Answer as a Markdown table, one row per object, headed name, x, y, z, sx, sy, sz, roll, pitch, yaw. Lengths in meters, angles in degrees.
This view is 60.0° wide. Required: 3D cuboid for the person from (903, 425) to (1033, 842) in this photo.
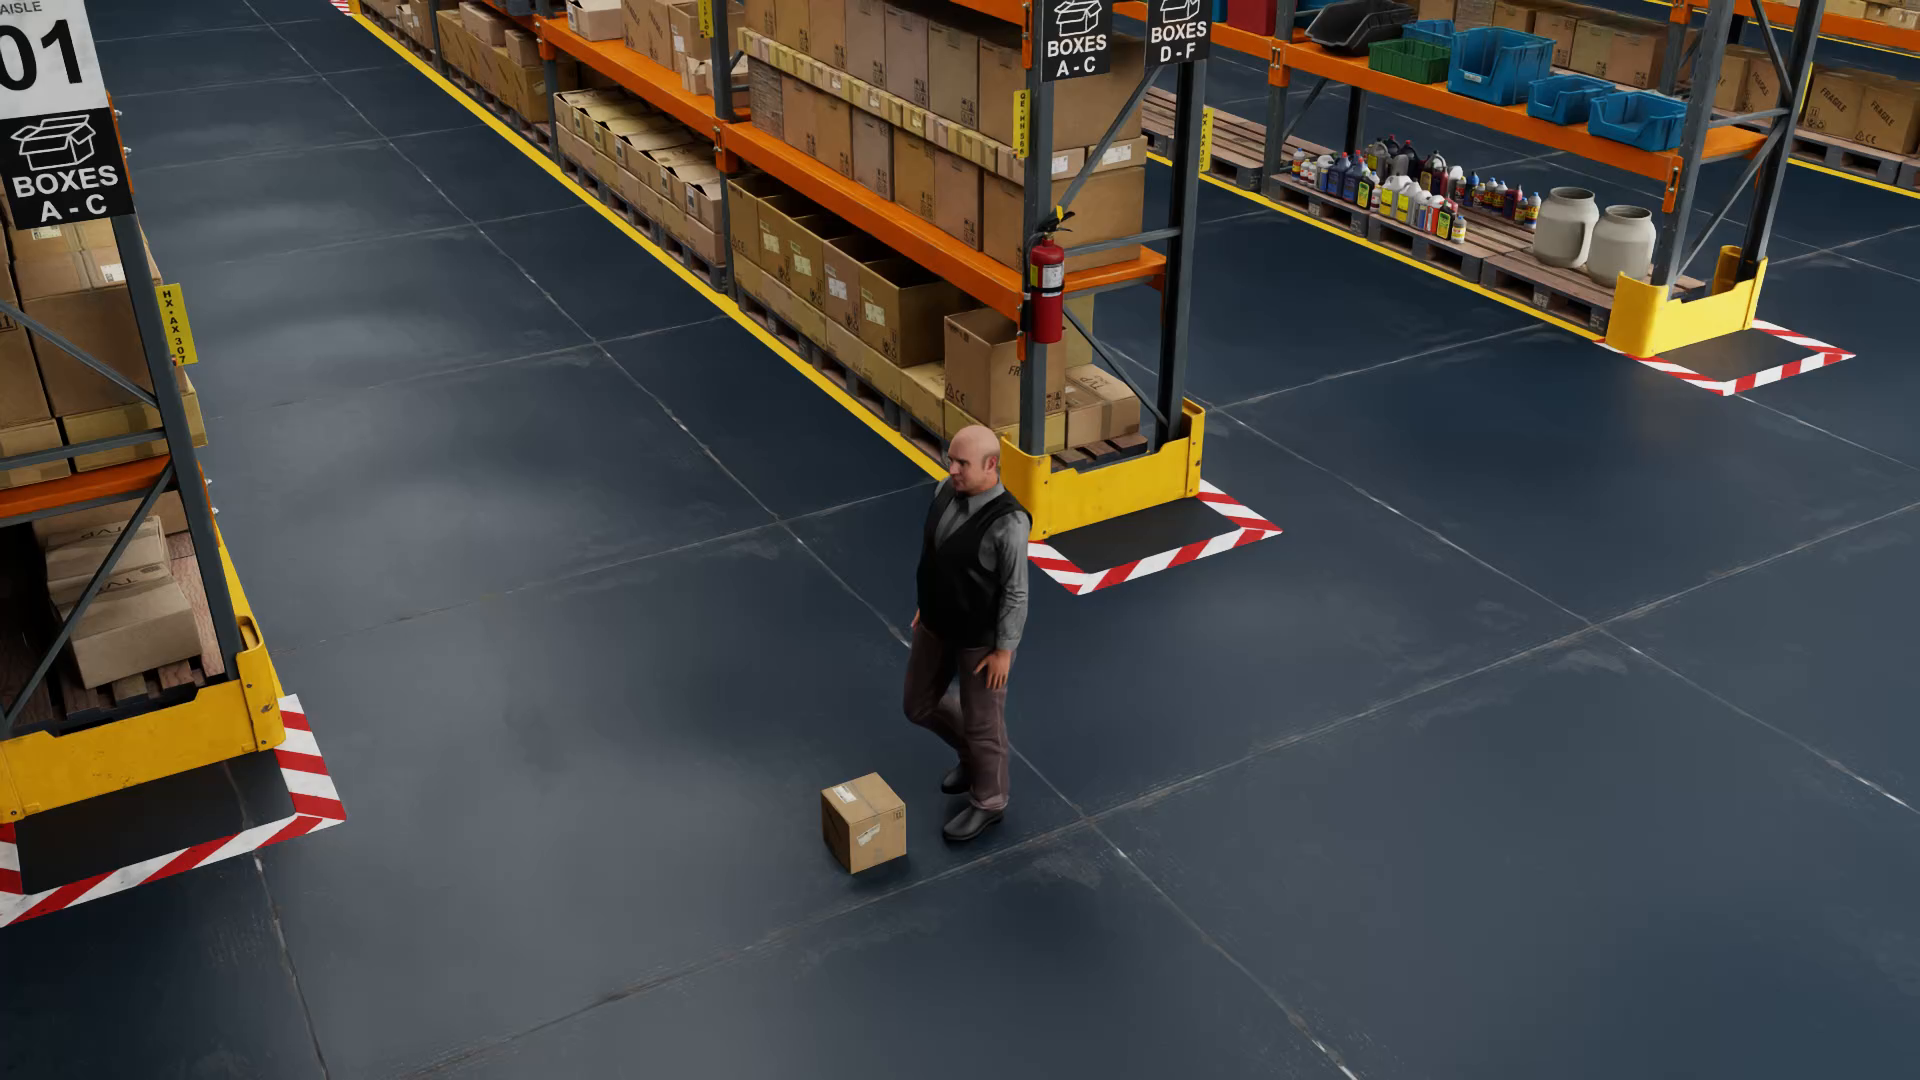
| name | x | y | z | sx | sy | sz | roll | pitch | yaw |
| --- | --- | --- | --- | --- | --- | --- | --- | --- | --- |
| person | 0.036 | 0.396 | 6.496 | 0.432 | 1.636 | 0.556 | -19 | 34 | -31 |
